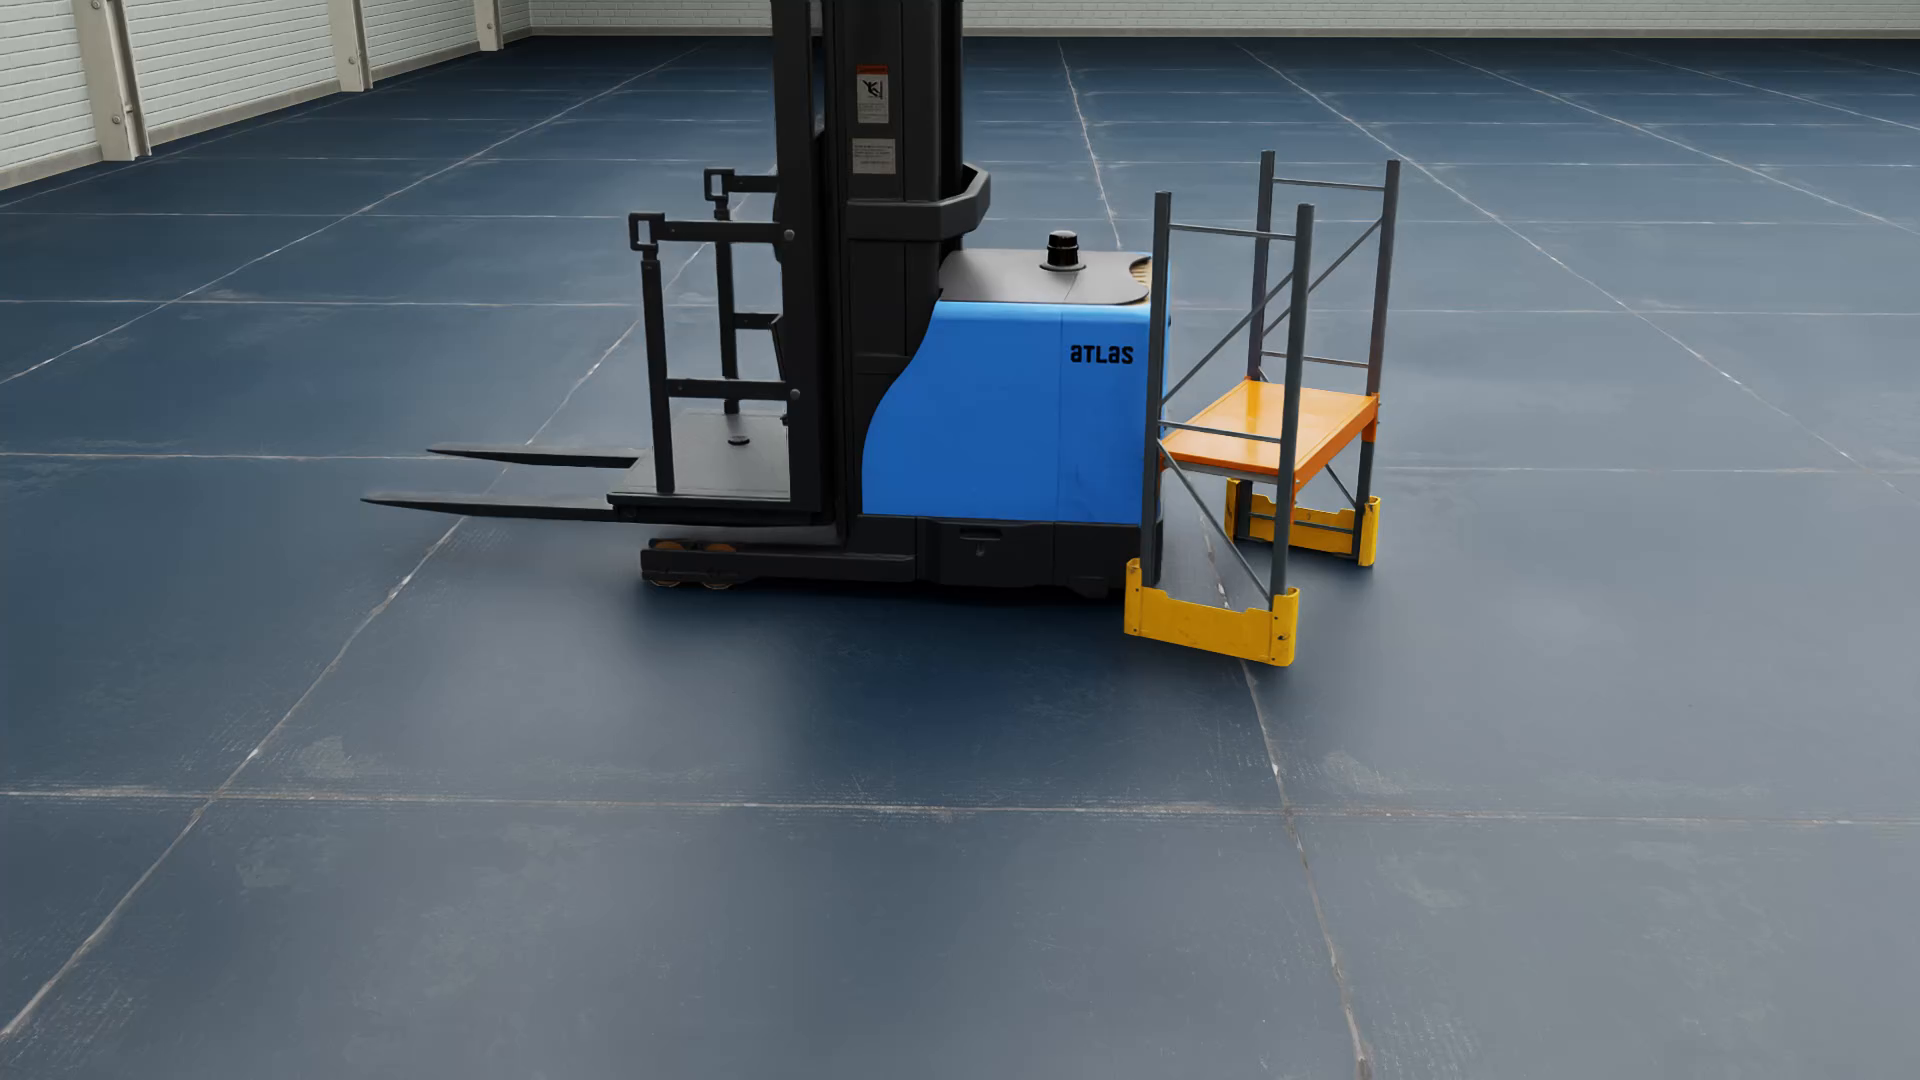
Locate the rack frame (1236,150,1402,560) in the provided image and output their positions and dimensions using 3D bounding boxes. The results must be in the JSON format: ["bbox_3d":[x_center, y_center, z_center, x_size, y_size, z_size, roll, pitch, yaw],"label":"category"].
[{"bbox_3d":[1.315,-0.667,6.175,0.500,1.500,0.032,11,24,26],"label":"rack frame"}]

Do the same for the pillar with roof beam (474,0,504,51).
[{"bbox_3d":[-3.371,-12.174,25.464,9.100,9.000,0.400,1,21,2],"label":"pillar with roof beam"}]

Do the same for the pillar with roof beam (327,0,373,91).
[{"bbox_3d":[-3.553,-10.005,19.873,9.100,9.000,0.400,1,21,2],"label":"pillar with roof beam"}]

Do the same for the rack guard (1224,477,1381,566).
[{"bbox_3d":[1.306,-0.078,6.385,0.587,0.250,0.087,11,24,26],"label":"rack guard"}]

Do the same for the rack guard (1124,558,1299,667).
[{"bbox_3d":[0.834,0.239,5.567,0.587,0.250,0.087,11,24,26],"label":"rack guard"}]

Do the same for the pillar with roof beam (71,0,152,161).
[{"bbox_3d":[-3.736,-7.835,14.282,9.100,9.000,0.400,1,21,2],"label":"pillar with roof beam"}]

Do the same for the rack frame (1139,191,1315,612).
[{"bbox_3d":[0.834,-0.343,5.340,0.500,1.500,0.032,11,24,26],"label":"rack frame"}]

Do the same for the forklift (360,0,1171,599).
[{"bbox_3d":[-0.738,-1.371,6.011,3.031,2.935,1.130,2,21,6],"label":"forklift"}]

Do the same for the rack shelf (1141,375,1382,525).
[{"bbox_3d":[1.075,-0.338,5.823,0.538,0.185,1.000,11,24,26],"label":"rack shelf"}]

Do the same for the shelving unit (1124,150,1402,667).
[{"bbox_3d":[1.070,-0.502,5.750,0.587,1.500,1.083,11,24,26],"label":"shelving unit"}]
